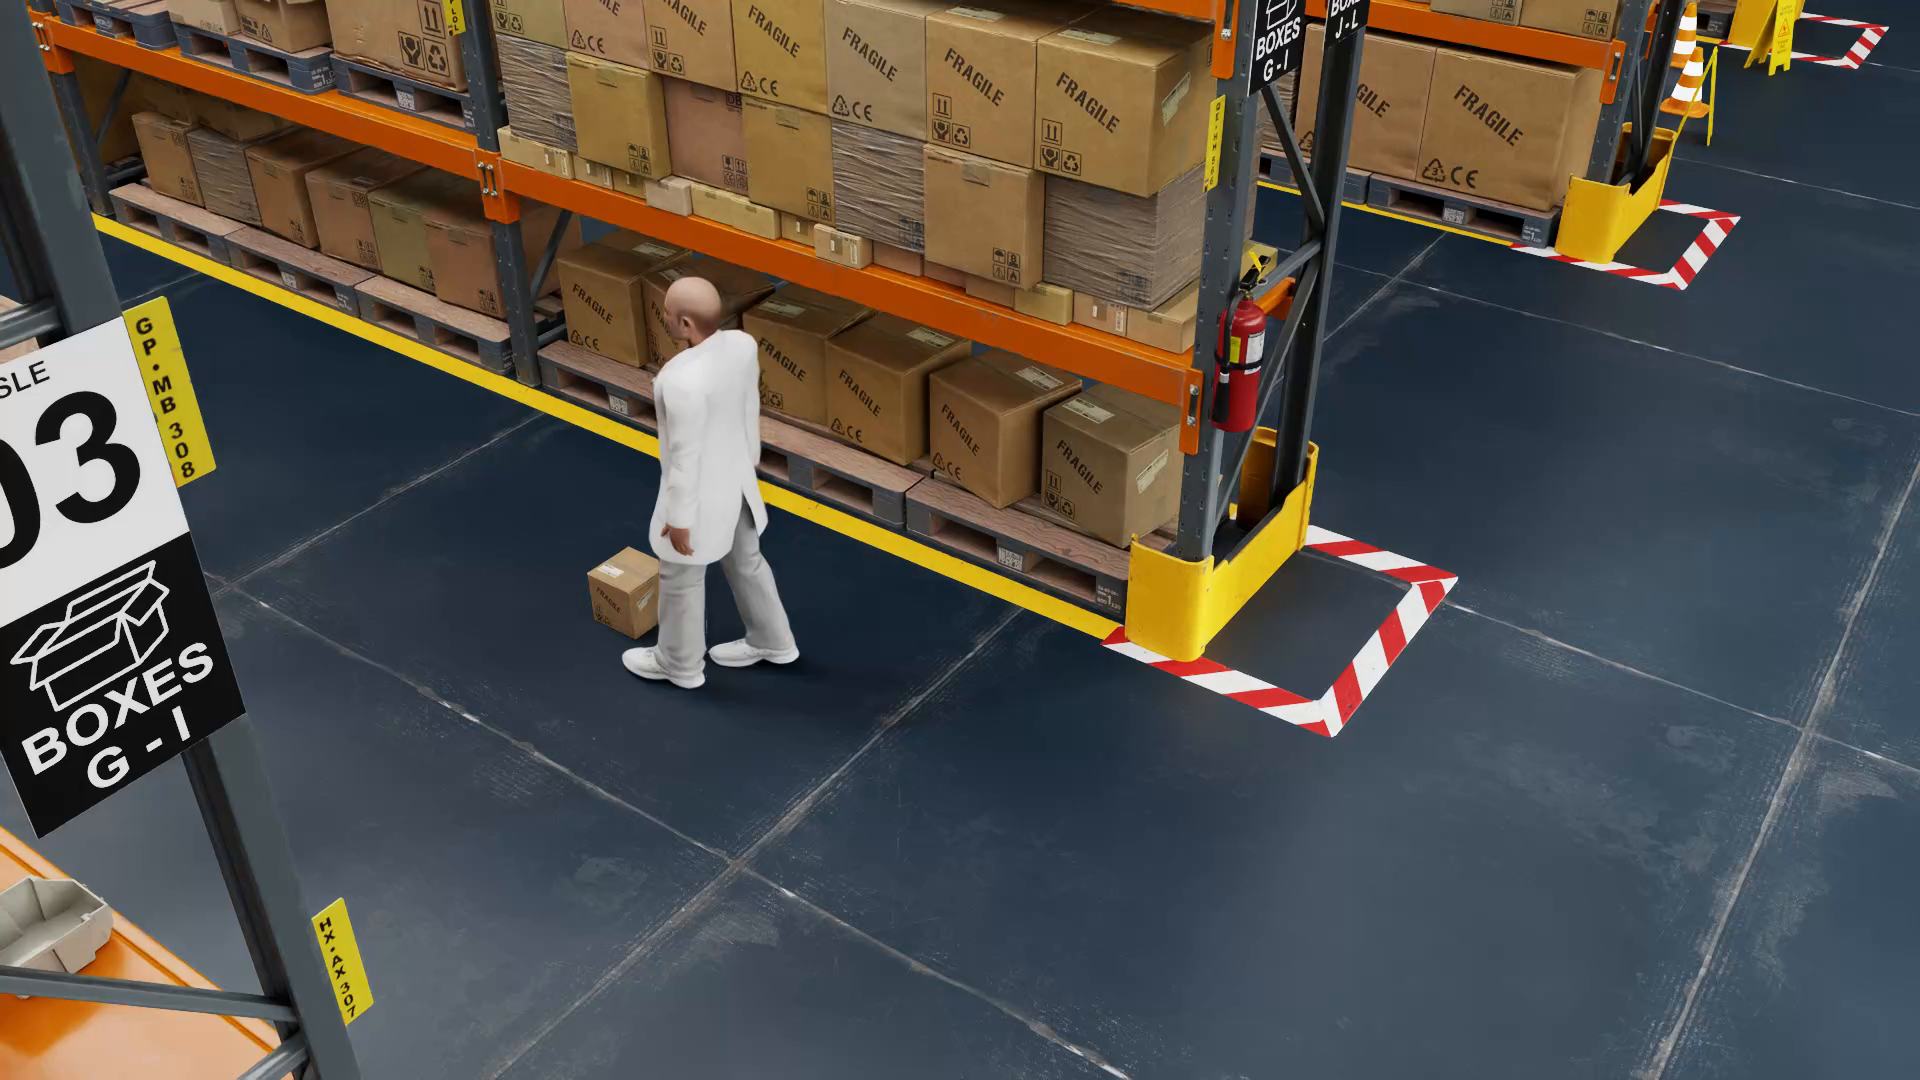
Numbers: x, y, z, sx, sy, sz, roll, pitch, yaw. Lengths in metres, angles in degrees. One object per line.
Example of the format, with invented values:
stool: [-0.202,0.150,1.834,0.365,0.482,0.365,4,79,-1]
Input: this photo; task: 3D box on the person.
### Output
person: [-1.046,-0.209,6.457,0.663,1.778,0.608,13,36,19]
